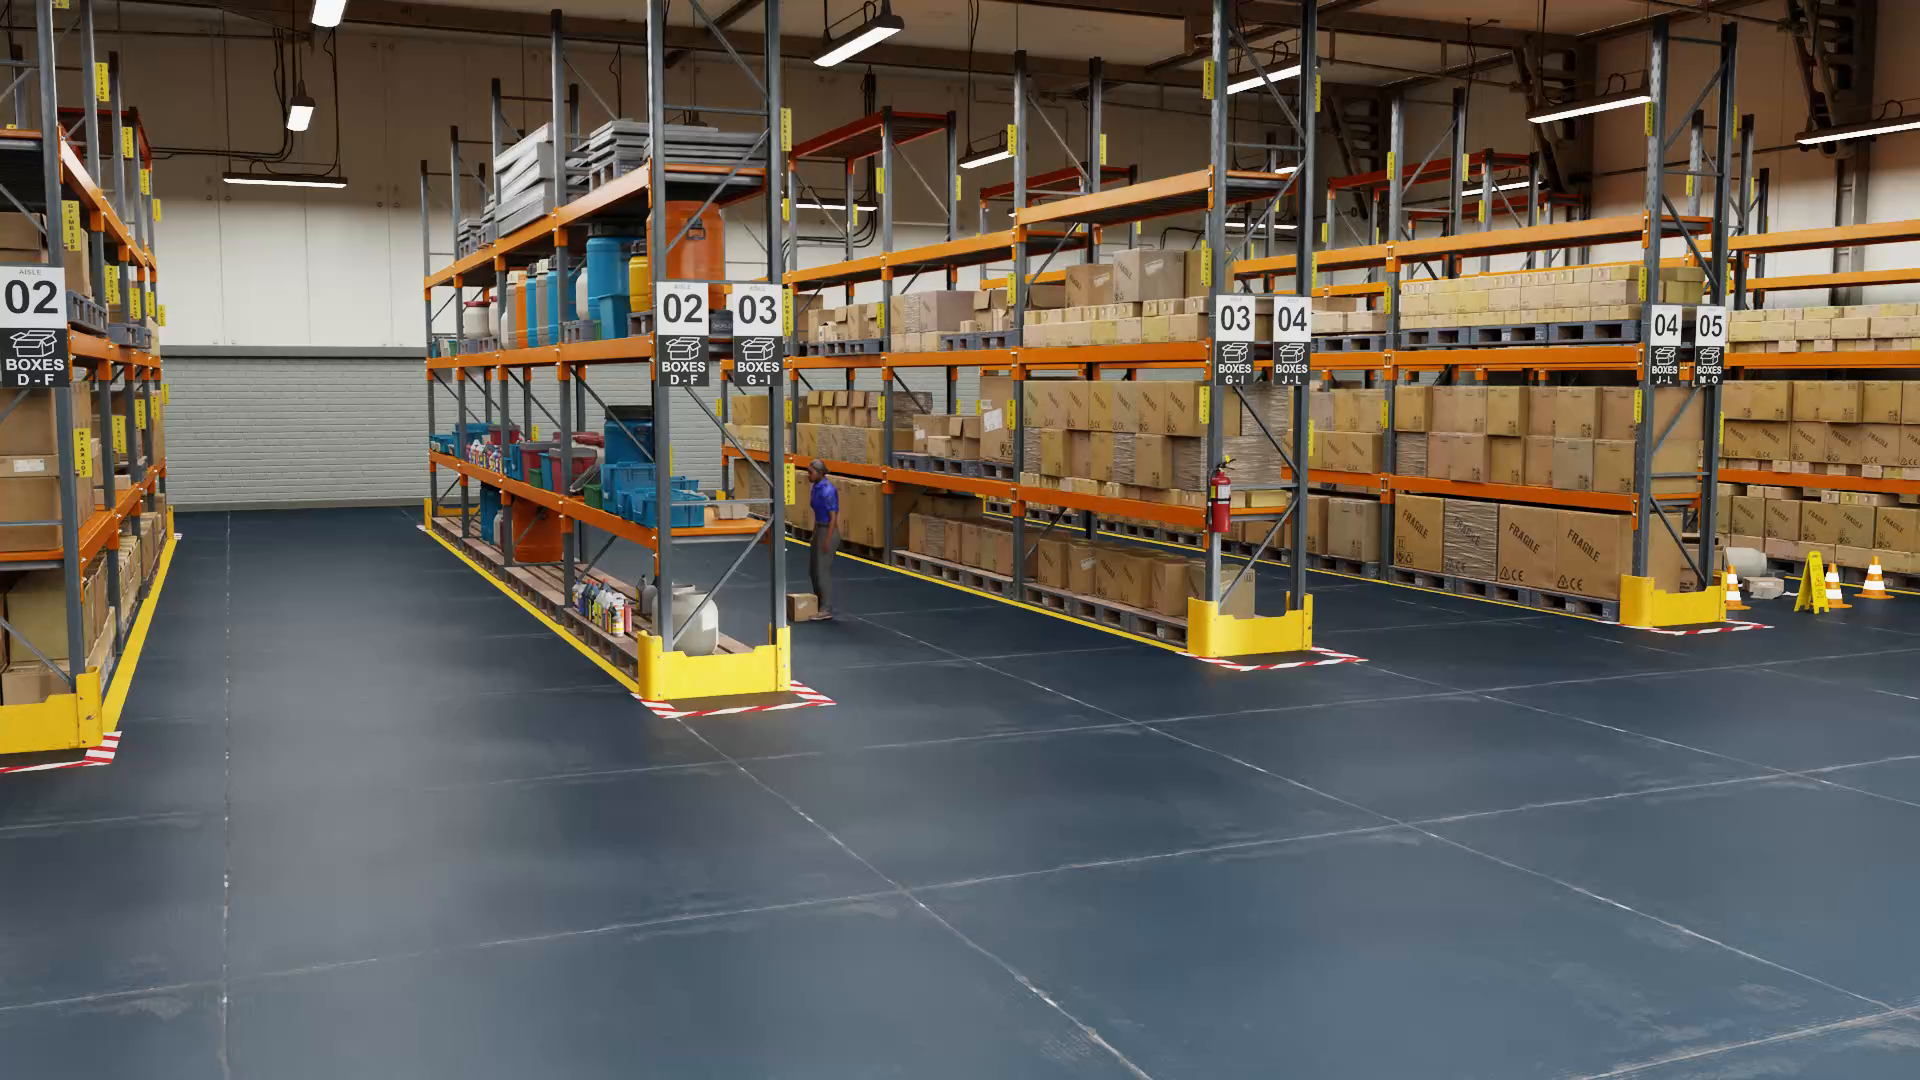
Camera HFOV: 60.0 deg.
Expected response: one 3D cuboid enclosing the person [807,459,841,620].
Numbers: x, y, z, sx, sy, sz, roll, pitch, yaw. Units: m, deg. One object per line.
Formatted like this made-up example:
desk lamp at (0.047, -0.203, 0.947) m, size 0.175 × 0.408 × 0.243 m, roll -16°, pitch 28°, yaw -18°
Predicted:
person at (-1.440, 0.000, 17.178) m, size 0.392 × 1.626 × 0.504 m, roll -2°, pitch 6°, yaw -23°
